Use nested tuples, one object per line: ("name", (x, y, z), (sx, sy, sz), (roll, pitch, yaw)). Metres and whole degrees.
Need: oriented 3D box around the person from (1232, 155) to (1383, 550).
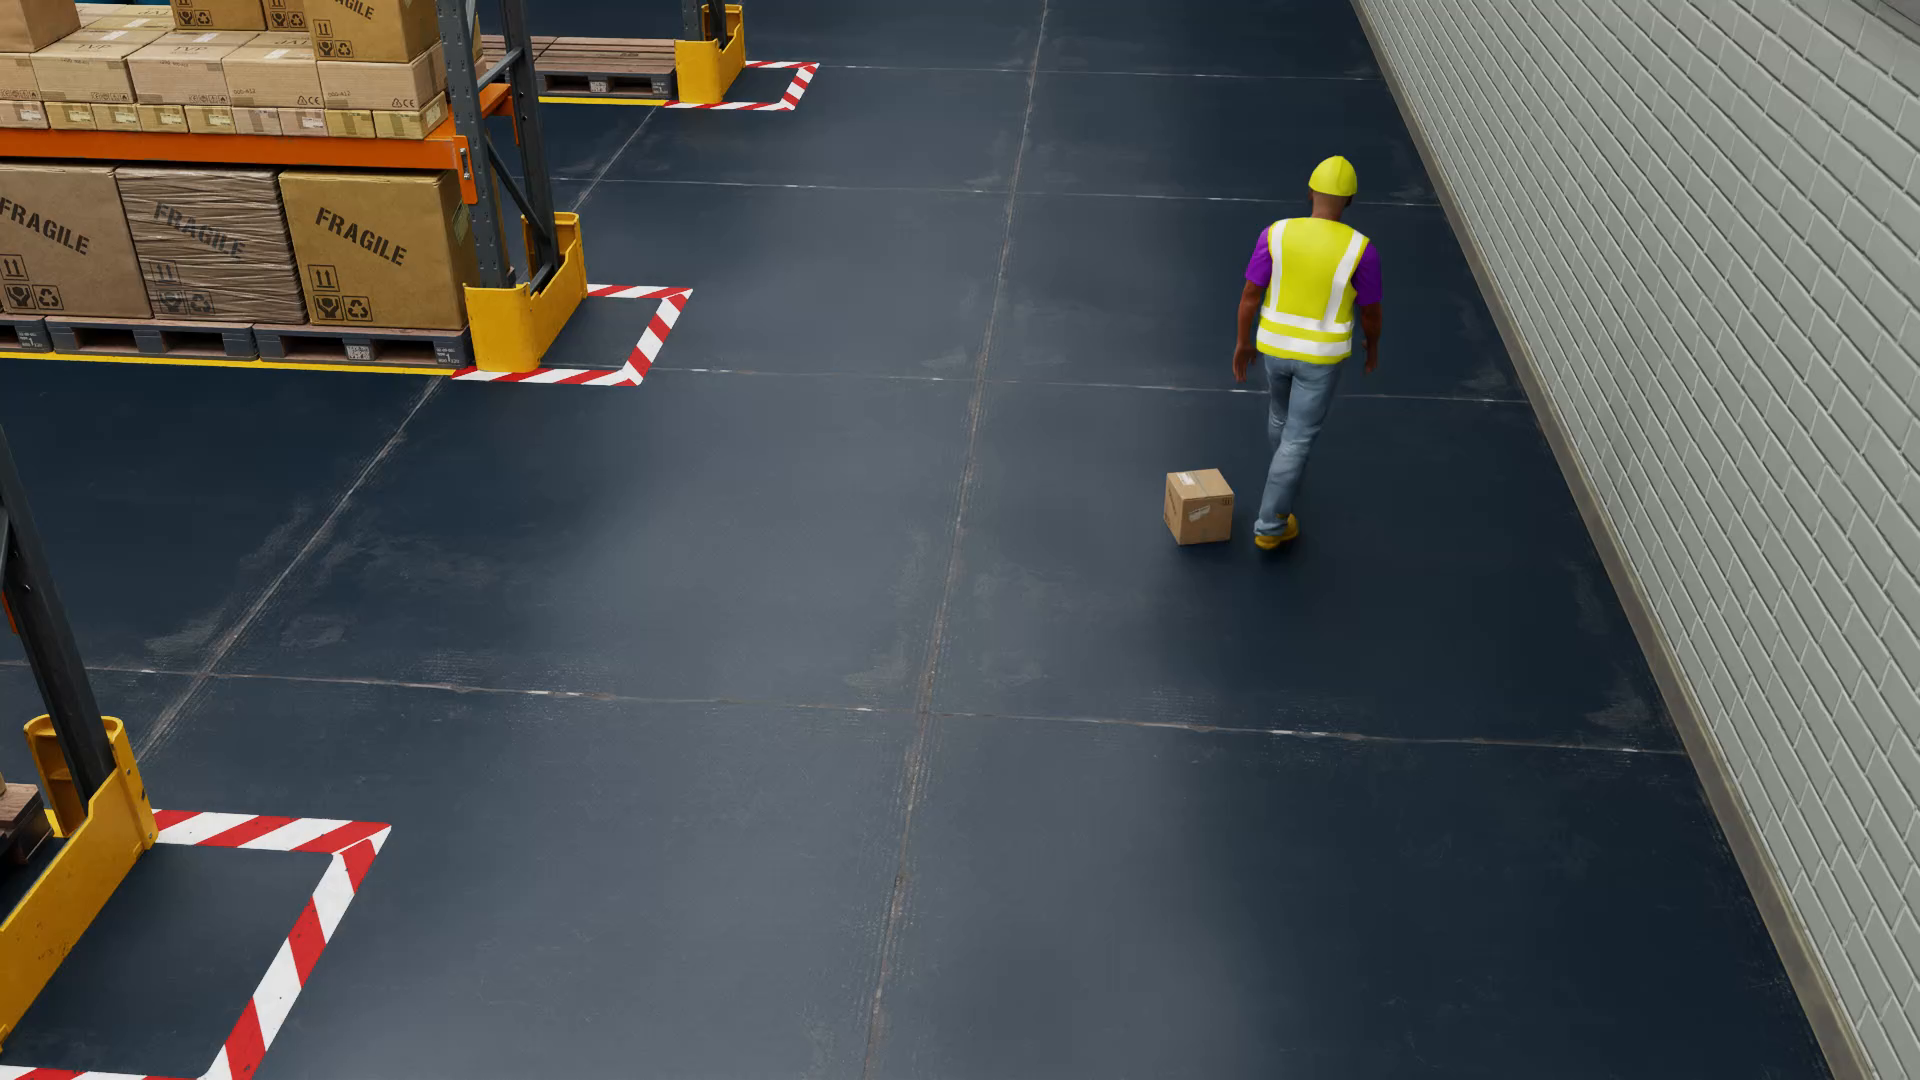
("person", (1.579, -0.876, 7.525), (0.592, 1.738, 0.966), (18, 36, 26))
